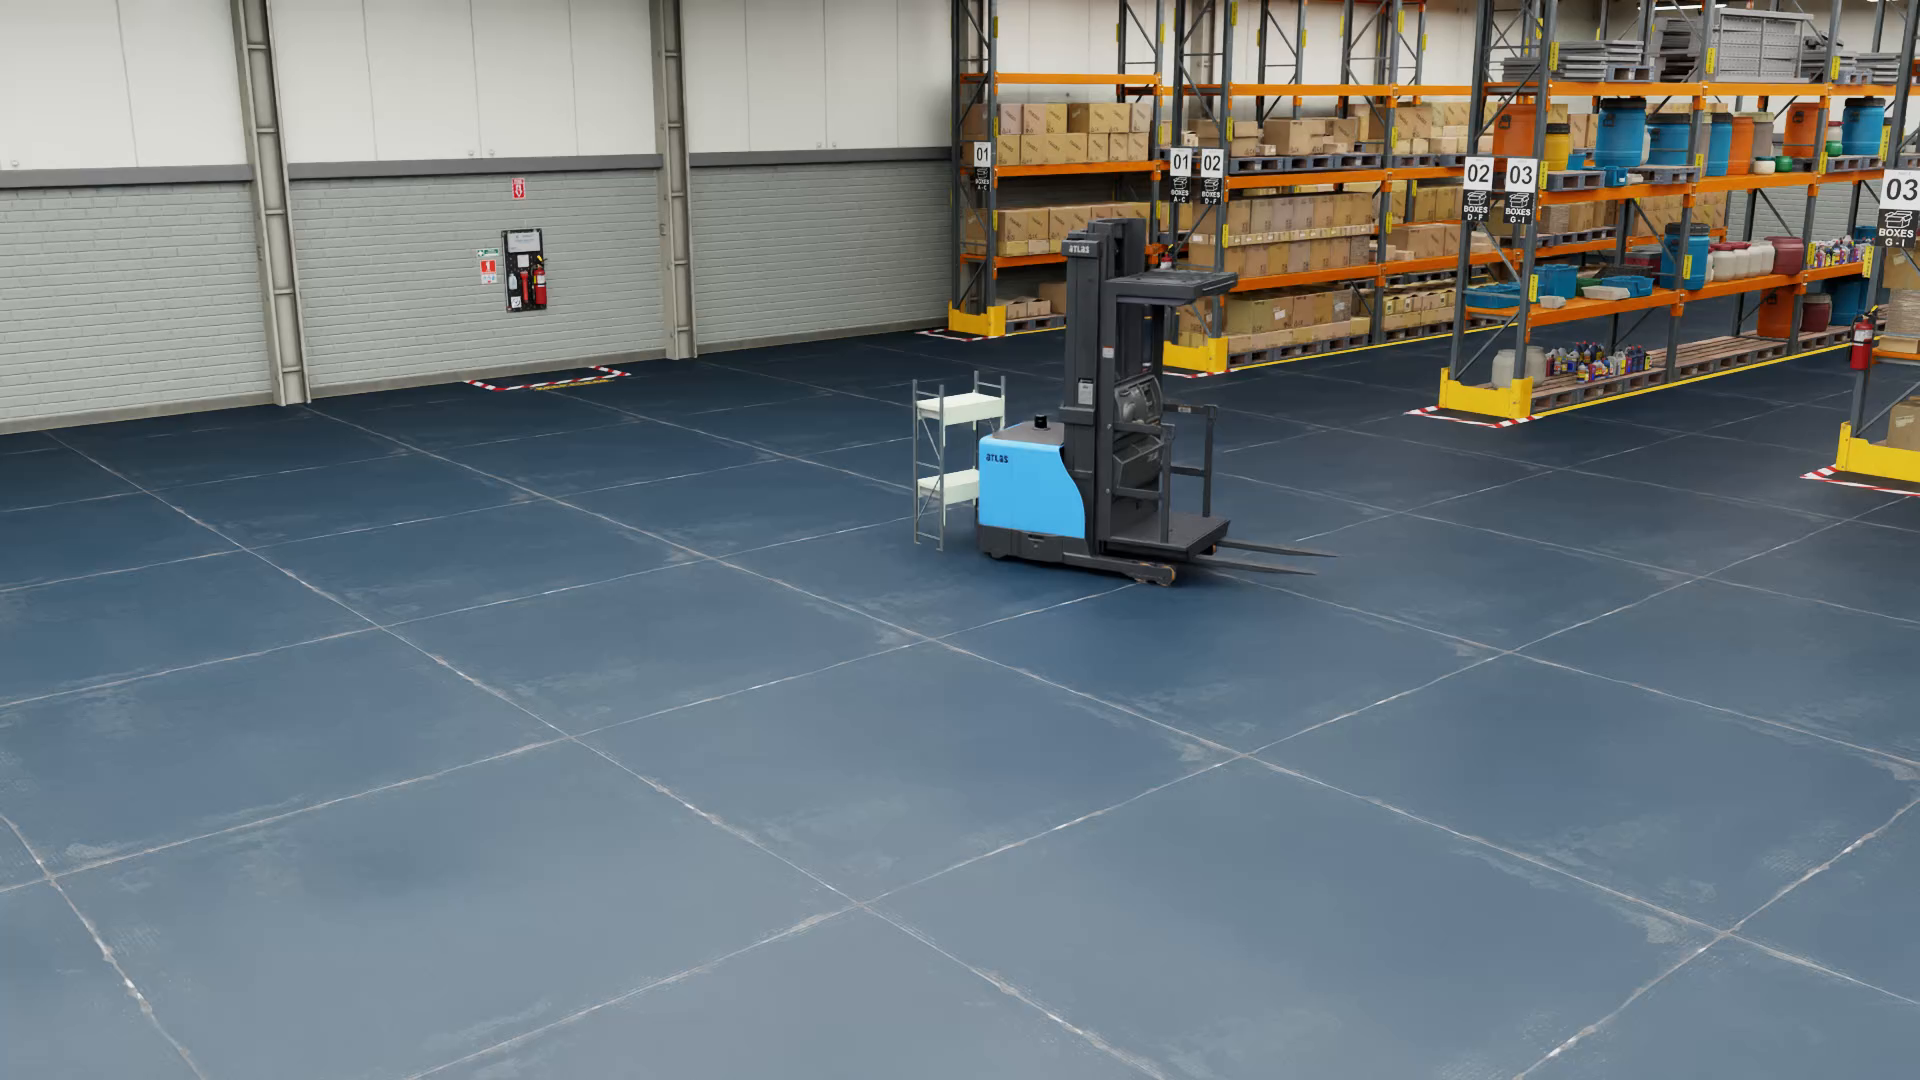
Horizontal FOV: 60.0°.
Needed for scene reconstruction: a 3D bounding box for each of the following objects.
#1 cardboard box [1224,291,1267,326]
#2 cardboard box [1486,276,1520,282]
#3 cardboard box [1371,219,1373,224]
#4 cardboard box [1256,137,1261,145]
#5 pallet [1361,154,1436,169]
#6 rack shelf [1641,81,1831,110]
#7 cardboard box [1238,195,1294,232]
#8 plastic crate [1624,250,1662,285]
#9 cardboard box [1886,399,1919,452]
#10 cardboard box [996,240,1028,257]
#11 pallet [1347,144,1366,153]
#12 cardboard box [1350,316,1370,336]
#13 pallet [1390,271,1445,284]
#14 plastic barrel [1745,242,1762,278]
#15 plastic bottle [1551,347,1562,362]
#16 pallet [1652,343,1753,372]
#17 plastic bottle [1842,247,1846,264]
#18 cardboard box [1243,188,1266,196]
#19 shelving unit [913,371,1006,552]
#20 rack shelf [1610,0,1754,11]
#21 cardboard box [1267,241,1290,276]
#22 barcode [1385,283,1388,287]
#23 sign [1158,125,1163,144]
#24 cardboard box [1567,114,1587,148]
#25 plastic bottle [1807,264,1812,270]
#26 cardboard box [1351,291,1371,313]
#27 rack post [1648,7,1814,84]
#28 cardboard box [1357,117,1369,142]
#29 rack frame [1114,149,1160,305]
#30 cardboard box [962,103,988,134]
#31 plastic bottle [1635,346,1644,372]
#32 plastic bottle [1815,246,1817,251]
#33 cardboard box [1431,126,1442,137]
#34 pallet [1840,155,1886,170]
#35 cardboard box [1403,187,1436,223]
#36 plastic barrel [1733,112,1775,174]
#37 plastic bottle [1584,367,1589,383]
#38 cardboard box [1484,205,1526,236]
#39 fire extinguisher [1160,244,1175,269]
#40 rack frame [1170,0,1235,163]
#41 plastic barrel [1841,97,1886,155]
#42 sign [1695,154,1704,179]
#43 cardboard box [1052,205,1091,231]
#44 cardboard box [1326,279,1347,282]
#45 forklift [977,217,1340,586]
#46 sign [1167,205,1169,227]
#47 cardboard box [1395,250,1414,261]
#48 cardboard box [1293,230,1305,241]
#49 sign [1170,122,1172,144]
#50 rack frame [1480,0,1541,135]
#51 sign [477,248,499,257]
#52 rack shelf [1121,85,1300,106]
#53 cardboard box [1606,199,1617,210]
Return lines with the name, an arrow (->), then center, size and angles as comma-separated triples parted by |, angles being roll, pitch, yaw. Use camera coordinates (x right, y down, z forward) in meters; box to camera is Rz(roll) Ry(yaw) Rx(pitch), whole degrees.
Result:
cardboard box -> 4.437, -3.612, 26.021 | 0.500, 0.500, 0.500 | -13, 19, -39
cardboard box -> 10.070, -4.618, 30.719 | 0.500, 0.500, 0.500 | -12, 19, -37
cardboard box -> 8.424, -6.659, 34.817 | 0.250, 0.149, 0.380 | -13, 19, -39
cardboard box -> 4.179, -5.948, 25.097 | 0.500, 0.250, 0.500 | -13, 19, -39
pallet -> 7.158, -6.240, 27.358 | 1.217, 0.209, 0.805 | -14, 20, -42
rack shelf -> 11.258, -6.463, 24.178 | 4.000, 0.370, 1.077 | -13, 19, -39
cardboard box -> 4.657, -4.990, 25.413 | 0.500, 0.500, 0.700 | -13, 19, -39
plastic crate -> 9.914, -3.939, 24.061 | 0.583, 0.464, 0.402 | -13, 19, -39
cardboard box -> 10.466, -1.223, 18.045 | 0.500, 0.500, 0.500 | -9, 17, -29
cardboard box -> 0.805, -4.976, 28.318 | 0.500, 0.250, 0.500 | -13, 20, -41
pallet -> 7.556, -8.040, 34.092 | 1.213, 0.211, 1.003 | -12, 19, -37
cardboard box -> 6.295, -3.485, 26.999 | 0.500, 0.250, 0.500 | -13, 19, -39
pallet -> 9.906, -5.817, 36.619 | 1.213, 0.211, 1.003 | -13, 19, -39
plastic barrel -> 11.814, -4.211, 24.986 | 0.421, 0.512, 0.421 | 0, 15, 0
plastic bottle -> 8.265, -2.508, 23.108 | 0.185, 0.351, 0.144 | -12, 19, -37
pallet -> 11.237, -2.768, 25.203 | 1.213, 0.211, 1.003 | -13, 19, -39
plastic bottle -> 14.282, -4.603, 26.918 | 0.097, 0.271, 0.097 | 0, 15, 0
cardboard box -> 5.790, -6.826, 32.688 | 0.380, 0.149, 0.250 | 12, 19, 38
shelving unit -> -0.005, -0.723, 15.052 | 0.755, 1.500, 0.431 | -13, 19, -39
rack shelf -> 14.045, -10.582, 32.384 | 4.000, 0.370, 1.077 | -13, 19, -39
cardboard box -> 4.615, -4.352, 25.536 | 0.500, 0.500, 0.700 | -12, 19, -39
barcode -> 6.967, -4.163, 27.152 | 0.075, 0.075, 0.001 | -13, 19, -39
sign -> 3.608, -7.290, 29.915 | 0.005, 0.325, 0.100 | -13, 19, -39
cardboard box -> 11.103, -7.538, 30.645 | 0.600, 0.600, 0.600 | -14, 20, -41
plastic bottle -> 13.306, -4.395, 26.131 | 0.135, 0.276, 0.152 | -13, 19, -39
cardboard box -> 6.618, -4.002, 27.846 | 0.500, 0.311, 0.500 | -13, 19, -39
rack post -> 11.179, -7.112, 24.051 | 3.121, 1.000, 1.013 | -13, 19, -39
cardboard box -> 8.168, -8.526, 34.498 | 0.500, 0.500, 0.700 | -13, 20, -40
rack frame -> 3.246, -5.695, 30.760 | 0.127, 3.000, 1.000 | -13, 19, -39
cardboard box -> 0.382, -7.132, 28.155 | 0.500, 0.500, 0.500 | -12, 19, -37
plastic bottle -> 9.453, -2.534, 23.206 | 0.185, 0.351, 0.144 | -13, 20, -41
plastic bottle -> 14.154, -4.784, 27.597 | 0.097, 0.271, 0.097 | 0, 15, 0
cardboard box -> 9.976, -8.744, 35.645 | 0.500, 0.250, 0.500 | -13, 20, -40
pallet -> 14.404, -6.135, 26.960 | 1.213, 0.211, 1.003 | -13, 19, -39
cardboard box -> 9.701, -7.284, 36.127 | 0.700, 0.700, 0.980 | -12, 19, -39
plastic barrel -> 12.005, -6.039, 25.262 | 0.600, 0.901, 0.600 | 0, 15, 0
plastic bottle -> 8.383, -2.214, 22.295 | 0.097, 0.201, 0.097 | 0, 15, 0
cardboard box -> 9.920, -5.789, 30.103 | 0.700, 0.500, 0.500 | 8, 17, 28
fire extinguisher -> 3.089, -4.087, 24.889 | 0.183, 0.674, 0.296 | -13, 19, -39
rack frame -> 3.483, -6.952, 23.841 | 0.127, 3.000, 1.000 | -13, 19, -39
plastic barrel -> 14.598, -6.697, 26.913 | 0.708, 0.901, 0.600 | -13, 19, -39
sign -> 10.102, -5.111, 22.743 | 0.005, 0.325, 0.100 | -13, 19, -39
cardboard box -> 1.941, -5.598, 29.192 | 0.500, 0.500, 0.500 | -12, 19, -38
cardboard box -> 7.570, -5.784, 34.442 | 0.750, 0.750, 0.750 | -13, 20, -40
forklift -> 1.695, -1.191, 14.030 | 3.031, 2.935, 1.130 | 8, 17, 27
sign -> 3.138, -4.836, 24.839 | 0.005, 0.325, 0.100 | -13, 19, -39
cardboard box -> 7.304, -4.721, 27.597 | 0.250, 0.149, 0.380 | -13, 19, -39
cardboard box -> 5.081, -4.701, 25.585 | 0.250, 0.149, 0.380 | -12, 19, -39
sign -> 3.138, -6.001, 24.528 | 0.005, 0.325, 0.100 | -13, 19, -39
rack frame -> 9.518, -8.308, 28.914 | 0.127, 3.000, 1.000 | -13, 19, -39
sign -> -6.702, -4.076, 23.601 | 0.331, 0.109, 0.001 | -13, 19, -39
rack shelf -> 4.755, -8.392, 31.399 | 4.000, 0.370, 1.077 | -13, 19, -39
cardboard box -> 12.747, -6.754, 32.593 | 0.500, 0.500, 0.500 | -13, 19, -39
